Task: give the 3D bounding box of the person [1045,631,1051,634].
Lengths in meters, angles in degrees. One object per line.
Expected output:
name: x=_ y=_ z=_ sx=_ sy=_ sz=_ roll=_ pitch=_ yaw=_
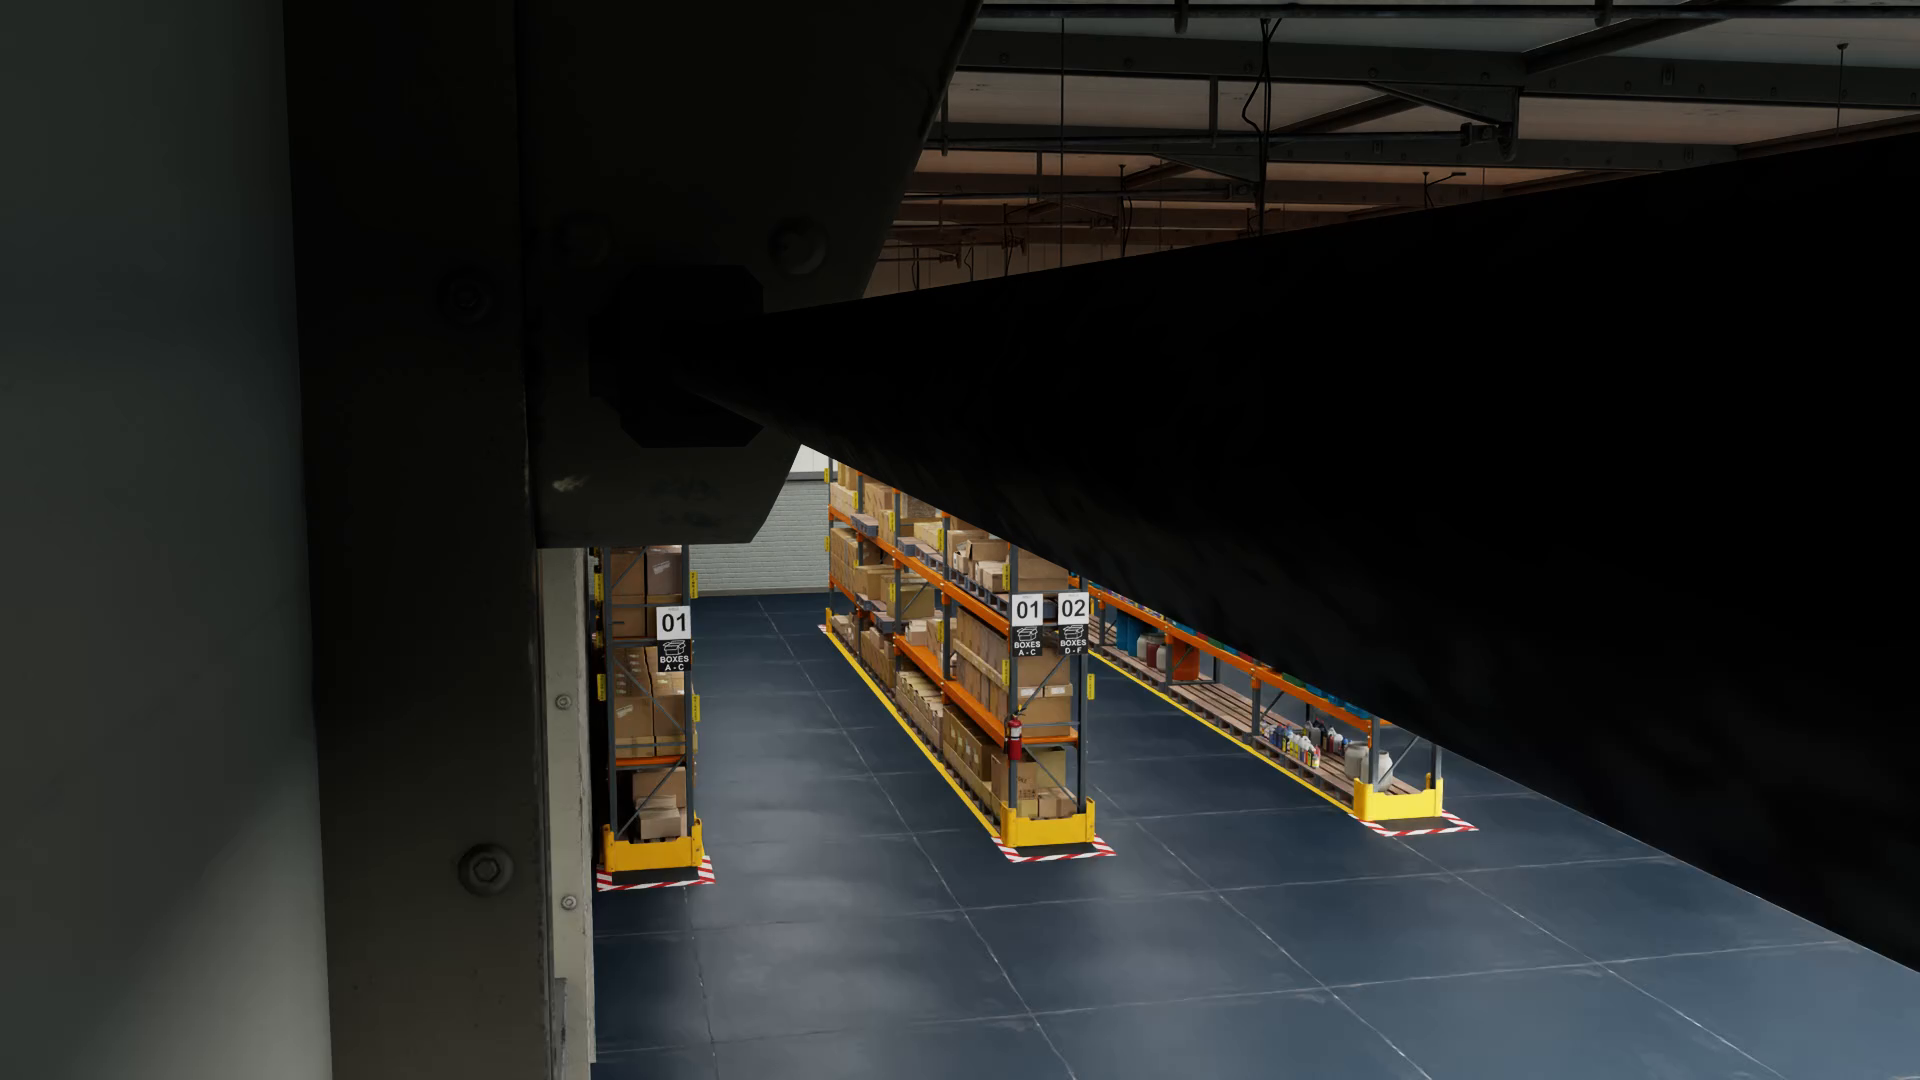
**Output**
person: x=1.450 y=2.180 z=28.085 sx=0.500 sy=1.669 sz=0.515 roll=-1 pitch=7 yaw=-8
